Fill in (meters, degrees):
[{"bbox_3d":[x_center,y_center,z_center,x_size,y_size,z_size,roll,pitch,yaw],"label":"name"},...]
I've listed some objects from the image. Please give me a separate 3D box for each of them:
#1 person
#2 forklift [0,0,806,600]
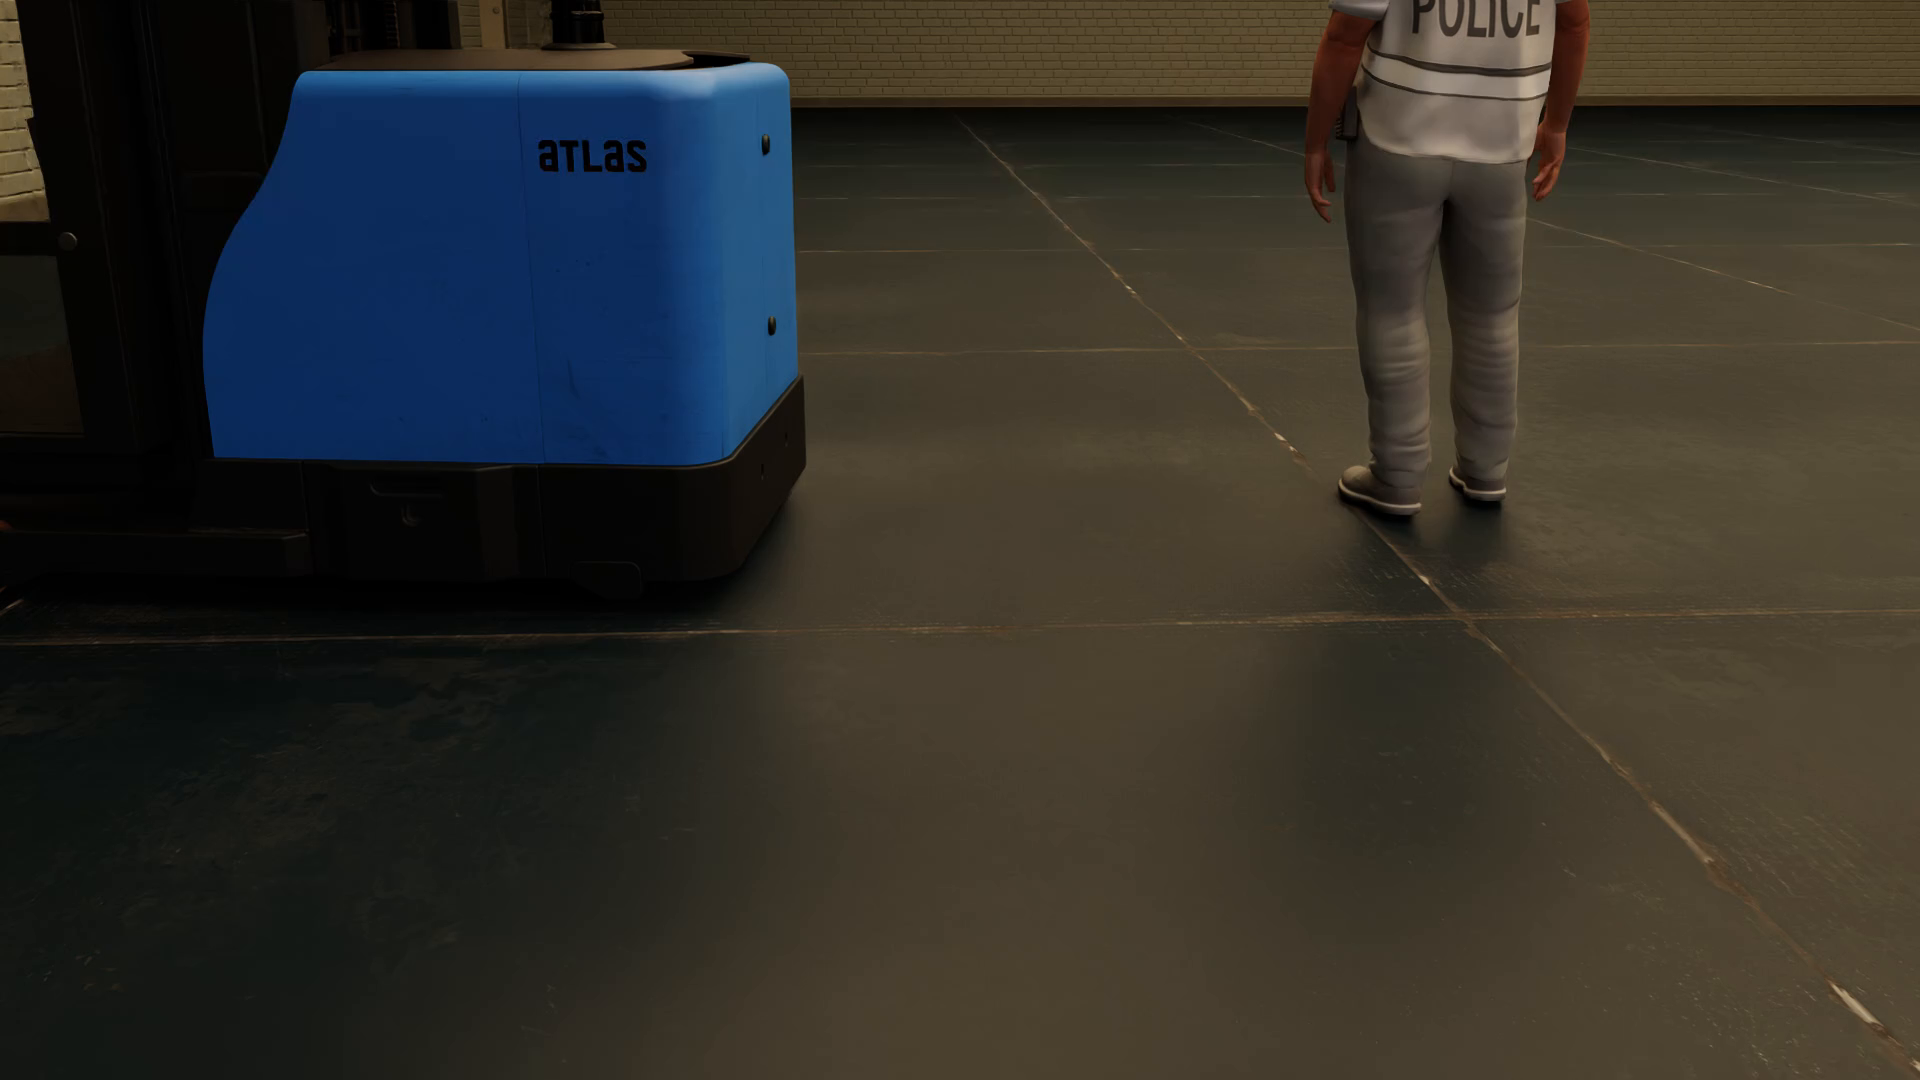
[{"bbox_3d":[1.113,-0.943,3.929,0.644,1.781,0.574,-1,17,-3],"label":"person"},{"bbox_3d":[-1.940,-1.430,3.584,3.031,2.935,1.130,1,17,4],"label":"forklift"}]
